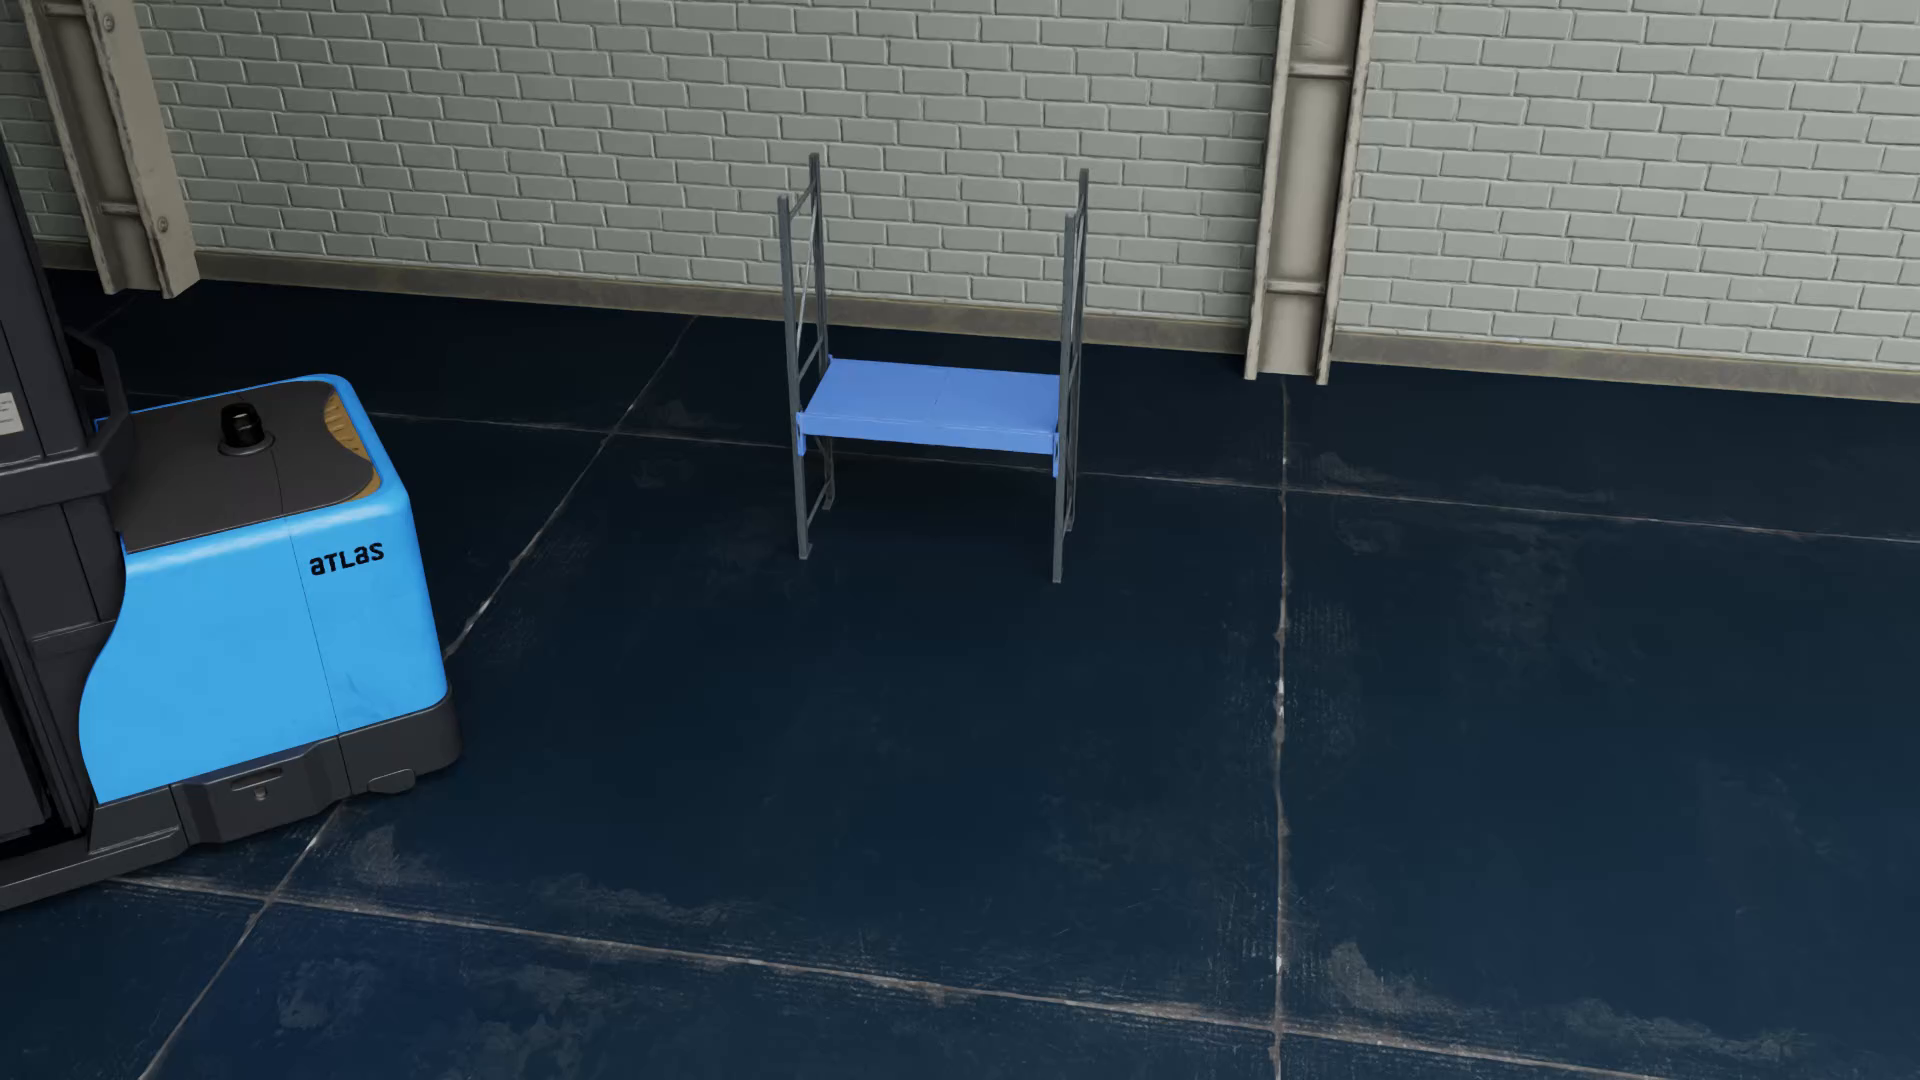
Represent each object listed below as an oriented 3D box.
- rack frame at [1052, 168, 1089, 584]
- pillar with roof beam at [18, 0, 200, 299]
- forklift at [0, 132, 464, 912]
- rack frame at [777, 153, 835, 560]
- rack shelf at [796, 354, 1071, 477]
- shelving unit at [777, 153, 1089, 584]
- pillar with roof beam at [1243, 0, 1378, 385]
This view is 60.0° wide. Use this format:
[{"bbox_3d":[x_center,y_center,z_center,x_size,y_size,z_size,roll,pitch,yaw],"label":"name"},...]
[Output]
[{"bbox_3d":[0.417,-0.598,6.292,0.032,1.500,0.500,5,32,8],"label":"rack frame"},{"bbox_3d":[-5.056,-2.935,2.957,0.400,9.000,9.100,5,32,8],"label":"pillar with roof beam"},{"bbox_3d":[-3.187,-0.320,4.499,3.031,2.935,1.130,-16,35,-24],"label":"forklift"},{"bbox_3d":[-0.585,-0.689,6.437,0.032,1.500,0.500,5,32,8],"label":"rack frame"},{"bbox_3d":[-0.084,-0.491,6.460,1.000,0.185,0.538,5,32,8],"label":"rack shelf"},{"bbox_3d":[-0.084,-0.643,6.364,1.048,1.500,0.538,5,32,8],"label":"shelving unit"},{"bbox_3d":[0.858,-2.399,2.101,0.400,9.000,9.100,5,32,8],"label":"pillar with roof beam"}]
